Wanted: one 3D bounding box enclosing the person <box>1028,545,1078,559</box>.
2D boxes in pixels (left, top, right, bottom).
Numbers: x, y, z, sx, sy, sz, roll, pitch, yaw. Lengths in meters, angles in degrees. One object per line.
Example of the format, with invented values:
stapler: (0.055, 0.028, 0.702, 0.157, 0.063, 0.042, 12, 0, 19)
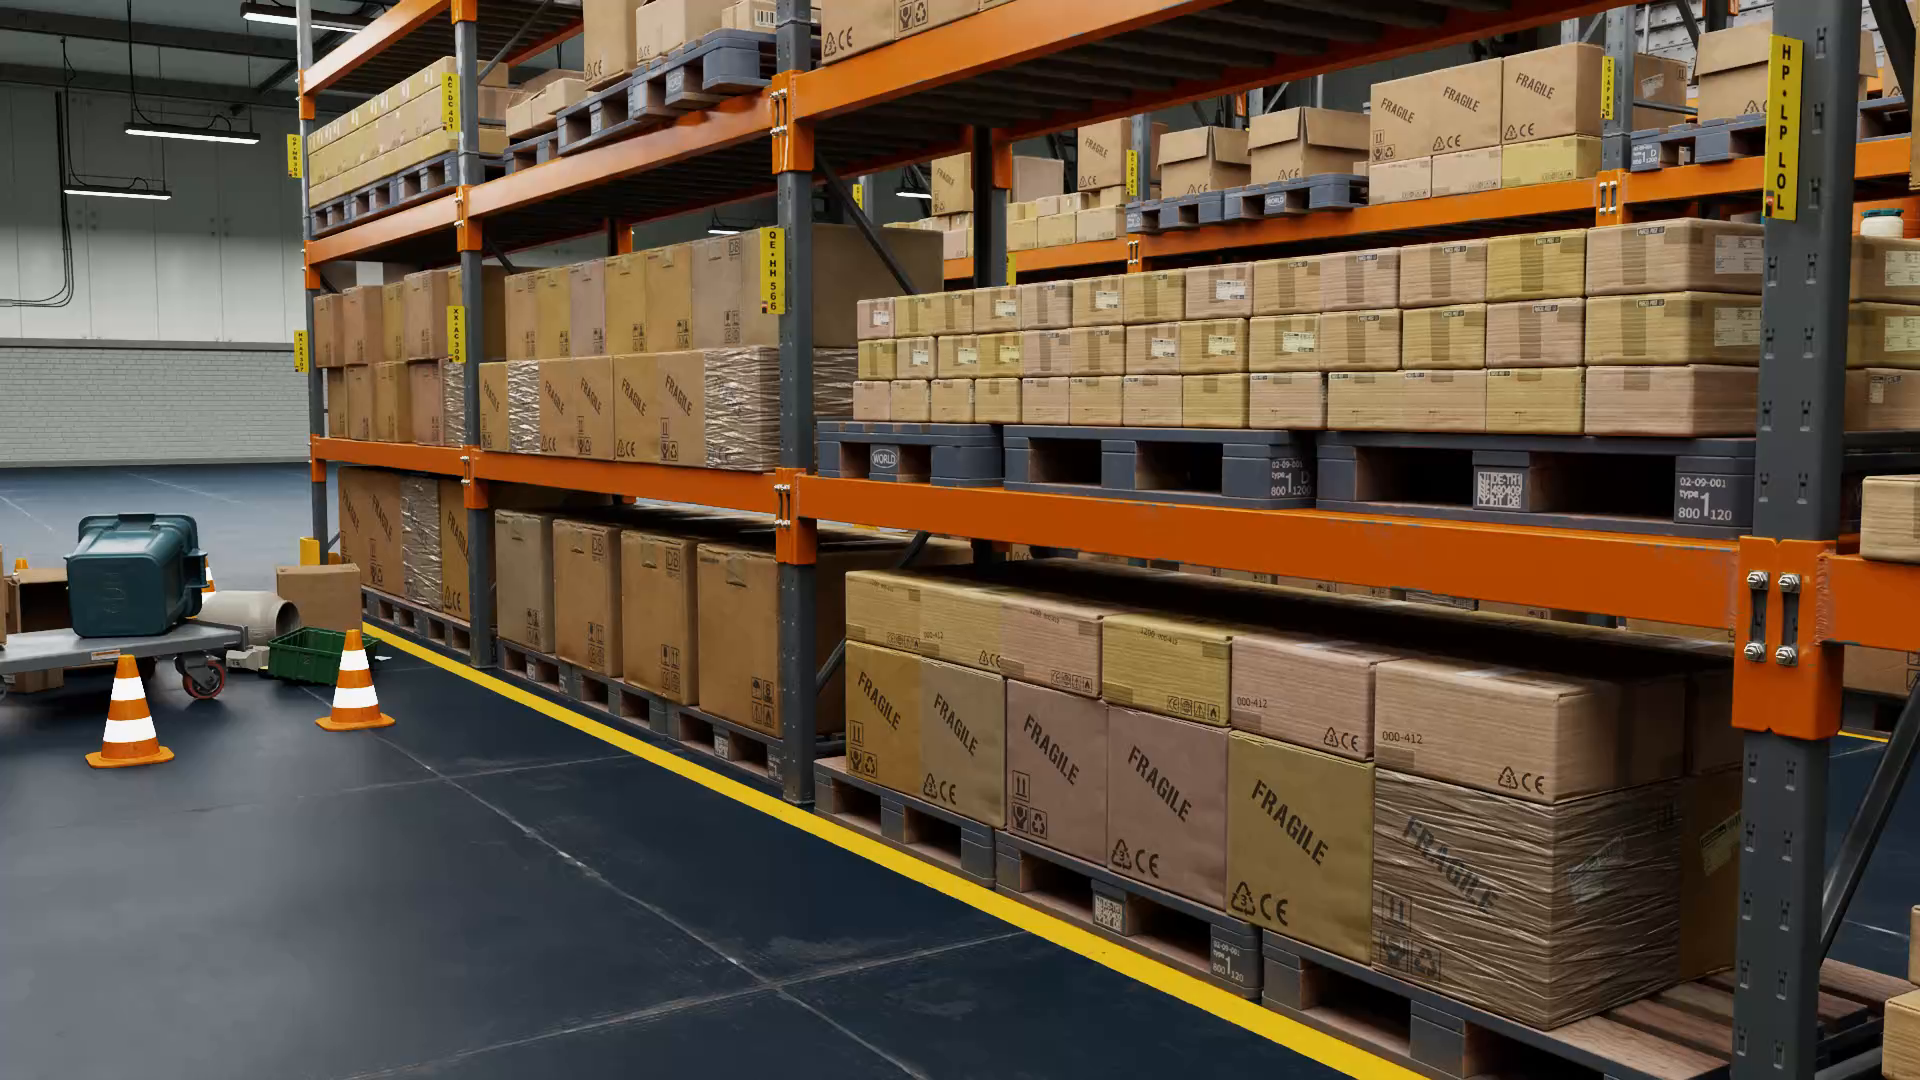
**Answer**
person: (0.610, -0.150, 10.918, 0.351, 1.653, 0.518, -4, 6, -36)
